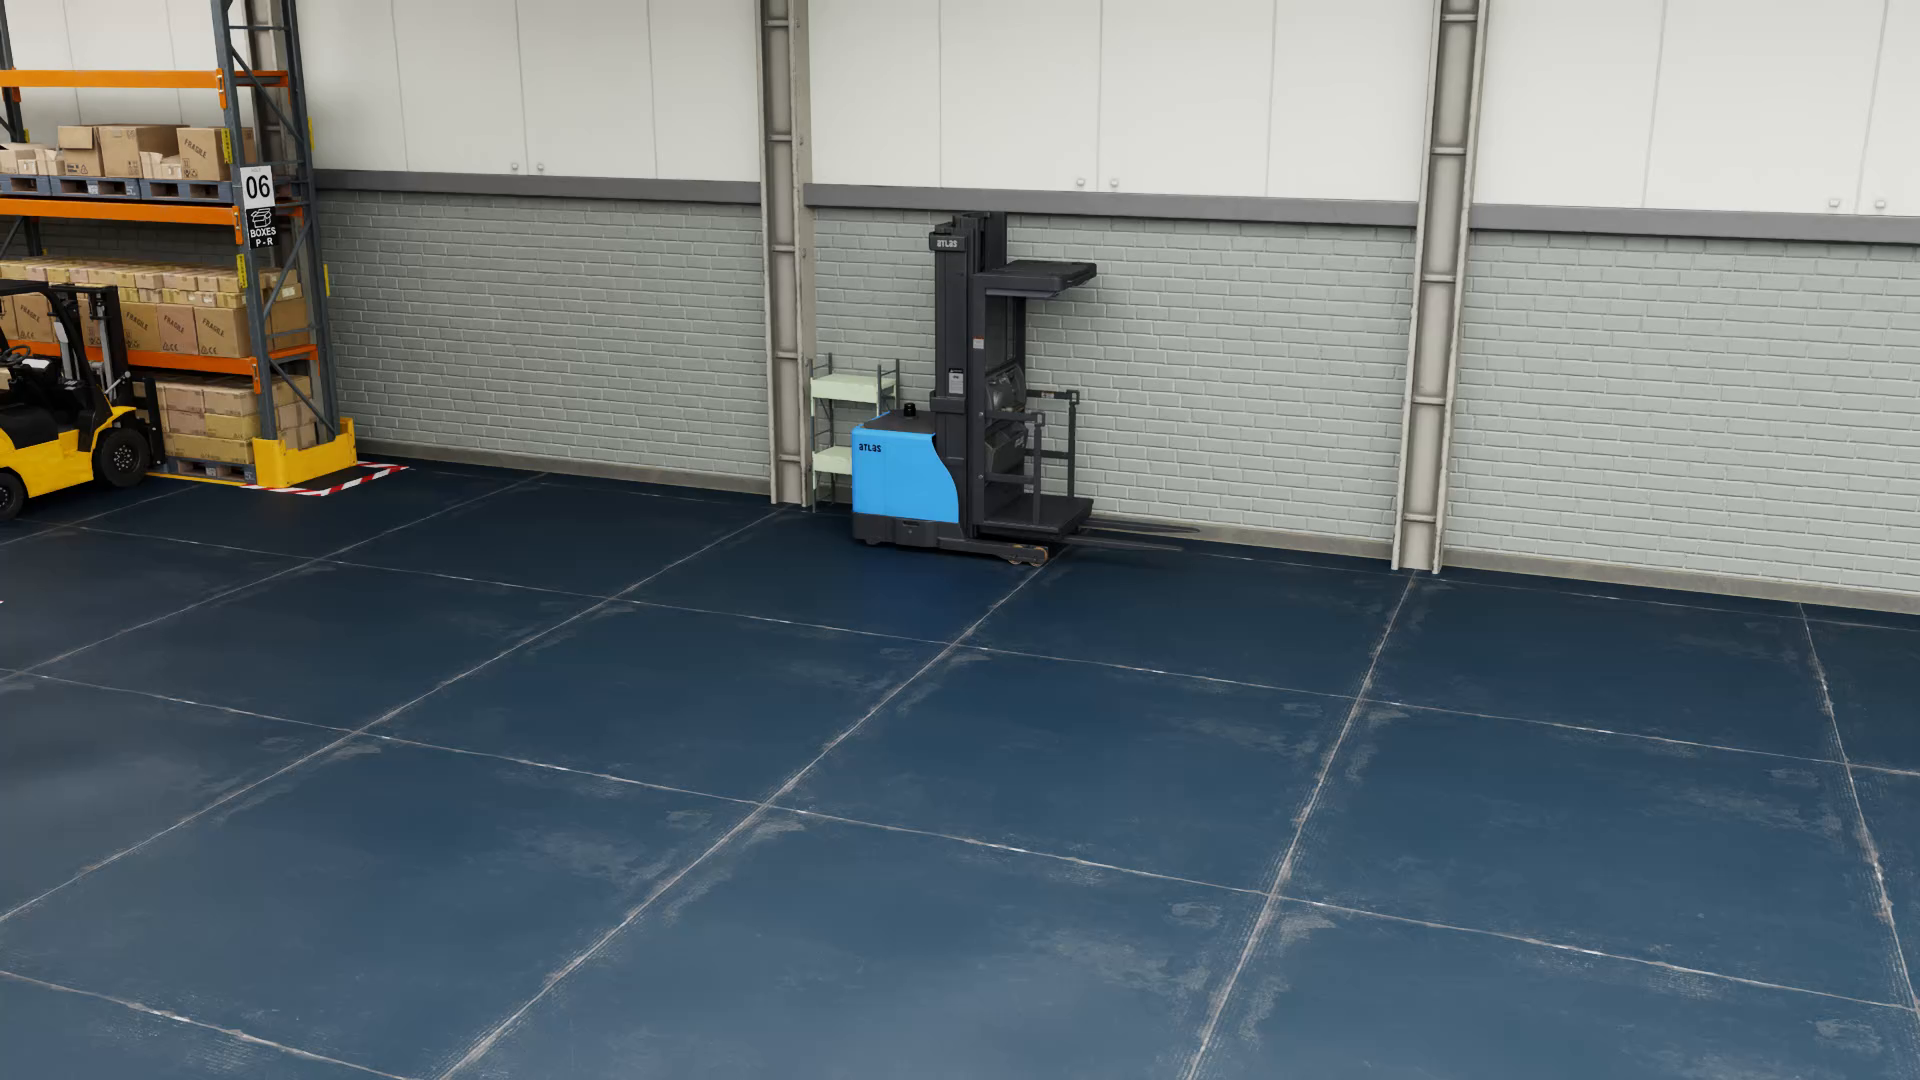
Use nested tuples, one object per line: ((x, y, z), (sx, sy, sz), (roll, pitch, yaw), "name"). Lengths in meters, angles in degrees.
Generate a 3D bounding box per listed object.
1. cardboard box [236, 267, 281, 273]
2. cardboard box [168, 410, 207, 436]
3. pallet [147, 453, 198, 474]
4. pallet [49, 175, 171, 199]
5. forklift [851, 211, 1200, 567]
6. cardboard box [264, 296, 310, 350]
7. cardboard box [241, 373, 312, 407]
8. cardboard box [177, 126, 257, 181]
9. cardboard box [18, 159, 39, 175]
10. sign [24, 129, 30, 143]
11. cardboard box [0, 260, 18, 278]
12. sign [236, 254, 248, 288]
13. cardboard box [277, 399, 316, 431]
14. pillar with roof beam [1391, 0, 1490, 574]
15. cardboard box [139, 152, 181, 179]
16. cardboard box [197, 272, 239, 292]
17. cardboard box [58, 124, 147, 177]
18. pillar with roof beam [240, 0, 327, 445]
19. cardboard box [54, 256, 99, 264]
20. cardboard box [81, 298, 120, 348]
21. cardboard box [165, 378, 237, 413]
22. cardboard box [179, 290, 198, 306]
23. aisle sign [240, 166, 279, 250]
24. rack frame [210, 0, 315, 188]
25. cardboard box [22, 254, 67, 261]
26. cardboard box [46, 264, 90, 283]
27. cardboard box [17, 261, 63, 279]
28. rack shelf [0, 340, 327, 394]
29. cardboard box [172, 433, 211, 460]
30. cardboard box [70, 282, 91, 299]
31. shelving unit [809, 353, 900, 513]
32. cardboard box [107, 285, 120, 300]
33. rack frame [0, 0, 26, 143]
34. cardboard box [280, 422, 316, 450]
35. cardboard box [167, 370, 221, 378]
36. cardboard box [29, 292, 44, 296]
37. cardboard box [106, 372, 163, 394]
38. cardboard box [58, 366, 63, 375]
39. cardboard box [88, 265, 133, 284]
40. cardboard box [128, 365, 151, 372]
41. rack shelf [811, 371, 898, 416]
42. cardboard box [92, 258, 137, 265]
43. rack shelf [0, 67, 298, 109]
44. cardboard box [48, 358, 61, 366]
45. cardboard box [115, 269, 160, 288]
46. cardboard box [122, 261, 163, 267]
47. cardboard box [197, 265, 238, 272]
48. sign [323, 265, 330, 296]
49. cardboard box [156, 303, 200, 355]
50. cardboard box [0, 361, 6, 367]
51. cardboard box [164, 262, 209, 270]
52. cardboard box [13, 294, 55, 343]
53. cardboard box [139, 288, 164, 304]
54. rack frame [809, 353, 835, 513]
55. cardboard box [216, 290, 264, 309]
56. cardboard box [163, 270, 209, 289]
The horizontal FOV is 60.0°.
((-7.354, -2.769, 17.455), (0.250, 0.149, 0.380), (7, 18, 23), "cardboard box")
((-7.925, -1.277, 17.476), (0.500, 0.250, 0.500), (6, 17, 20), "cardboard box")
((-8.753, -0.987, 18.194), (1.213, 0.211, 1.003), (6, 17, 21), "pallet")
((-8.682, -3.735, 17.437), (1.213, 0.211, 1.003), (6, 17, 21), "pallet")
((0.588, -1.345, 14.549), (3.031, 2.935, 1.130), (6, 17, 20), "forklift")
((-7.254, -2.304, 17.551), (0.500, 0.500, 0.500), (7, 18, 22), "cardboard box")
((-7.273, -1.593, 17.666), (0.500, 0.250, 0.500), (6, 17, 20), "cardboard box")
((-7.396, -3.854, 16.576), (0.500, 0.500, 0.500), (7, 18, 22), "cardboard box")
((-9.595, -3.909, 17.396), (0.250, 0.149, 0.380), (7, 18, 22), "cardboard box")
((-10.414, -4.413, 18.546), (0.005, 0.325, 0.100), (6, 17, 21), "sign")
((-10.429, -2.935, 18.028), (0.250, 0.149, 0.380), (7, 17, 22), "cardboard box")
((-7.107, -2.664, 16.468), (0.005, 0.325, 0.100), (6, 17, 21), "sign")
((-7.256, -1.357, 17.748), (0.500, 0.250, 0.500), (7, 17, 22), "cardboard box")
((2.371, -2.975, 9.282), (0.400, 9.000, 9.100), (6, 17, 21), "pillar with roof beam")
((-8.013, -3.791, 16.780), (0.258, 0.266, 0.396), (6, 17, 21), "cardboard box")
((-7.547, -2.635, 16.993), (0.250, 0.149, 0.380), (6, 17, 21), "cardboard box")
((-8.843, -4.056, 17.266), (0.637, 0.503, 0.797), (7, 18, 22), "cardboard box")
((-8.792, -4.203, 13.510), (0.400, 9.000, 9.100), (6, 17, 21), "pillar with roof beam")
((-9.739, -3.031, 18.356), (0.250, 0.149, 0.380), (6, 17, 20), "cardboard box")
((-8.877, -2.320, 17.606), (0.500, 0.500, 0.500), (6, 17, 21), "cardboard box")
((-7.915, -1.512, 17.386), (0.500, 0.250, 0.500), (7, 17, 22), "cardboard box")
((-7.788, -2.517, 17.119), (0.250, 0.149, 0.380), (7, 17, 22), "cardboard box")
((-6.942, -3.299, 16.494), (0.004, 0.787, 0.394), (6, 17, 21), "aisle sign")
((-6.895, -5.014, 16.306), (0.127, 3.000, 1.000), (6, 17, 21), "rack frame")
((-10.208, -3.091, 18.563), (0.250, 0.149, 0.380), (6, 17, 21), "cardboard box")
((-9.458, -2.836, 17.685), (0.250, 0.149, 0.380), (6, 17, 20), "cardboard box")
((-9.912, -2.908, 17.935), (0.250, 0.149, 0.380), (6, 17, 20), "cardboard box")
((-8.756, -1.992, 17.947), (4.000, 0.370, 1.077), (6, 17, 21), "rack shelf")
((-7.907, -1.034, 17.534), (0.500, 0.250, 0.500), (6, 17, 21), "cardboard box")
((-9.236, -2.663, 17.623), (0.250, 0.149, 0.380), (6, 17, 19), "cardboard box")
((-0.998, -0.988, 15.888), (0.755, 1.500, 0.431), (8, 18, 25), "shelving unit")
((-8.722, -2.629, 17.508), (0.250, 0.149, 0.380), (6, 17, 20), "cardboard box")
((-10.616, -5.424, 17.715), (0.127, 3.000, 1.000), (6, 17, 21), "rack frame")
((-7.280, -1.116, 17.815), (0.500, 0.250, 0.500), (6, 17, 21), "cardboard box")
((-8.200, -1.697, 18.024), (0.500, 0.250, 0.500), (6, 17, 20), "cardboard box")
((-9.720, -2.711, 17.790), (0.250, 0.149, 0.380), (7, 17, 22), "cardboard box")
((-8.857, -1.614, 17.740), (0.500, 0.250, 0.500), (6, 17, 20), "cardboard box")
((-9.809, -1.718, 18.097), (0.500, 0.250, 0.500), (6, 17, 21), "cardboard box")
((-8.963, -2.803, 17.573), (0.250, 0.149, 0.380), (6, 17, 21), "cardboard box")
((-9.145, -1.801, 18.381), (0.500, 0.250, 0.500), (6, 17, 21), "cardboard box")
((-0.998, -1.363, 15.779), (0.720, 0.370, 0.431), (8, 18, 25), "rack shelf")
((-9.249, -2.990, 18.215), (0.250, 0.149, 0.380), (6, 17, 20), "cardboard box")
((-8.756, -4.681, 17.166), (4.000, 0.370, 1.077), (6, 17, 21), "rack shelf")
((-10.088, -1.904, 18.736), (0.500, 0.250, 0.500), (7, 17, 22), "cardboard box")
((-8.530, -2.722, 17.294), (0.250, 0.149, 0.380), (7, 17, 22), "cardboard box")
((-8.805, -2.917, 17.966), (0.250, 0.149, 0.380), (7, 18, 22), "cardboard box")
((-7.836, -2.814, 17.609), (0.250, 0.149, 0.380), (6, 17, 21), "cardboard box")
((-6.686, -2.730, 17.504), (0.005, 0.325, 0.100), (6, 17, 21), "sign")
((-7.929, -2.219, 17.258), (0.500, 0.500, 0.500), (7, 18, 22), "cardboard box")
((-11.106, -1.654, 18.998), (0.625, 0.625, 0.875), (7, 18, 23), "cardboard box")
((-8.298, -2.886, 17.860), (0.250, 0.149, 0.380), (6, 17, 19), "cardboard box")
((-9.809, -2.428, 17.979), (0.500, 0.500, 0.500), (7, 17, 22), "cardboard box")
((-8.280, -2.560, 17.268), (0.250, 0.149, 0.380), (6, 17, 19), "cardboard box")
((-1.328, -1.033, 16.040), (0.023, 1.500, 0.400), (8, 18, 25), "rack frame")
((-7.321, -2.456, 16.909), (0.250, 0.149, 0.380), (7, 17, 21), "cardboard box")
((-8.004, -2.699, 17.215), (0.250, 0.149, 0.380), (6, 17, 21), "cardboard box")
